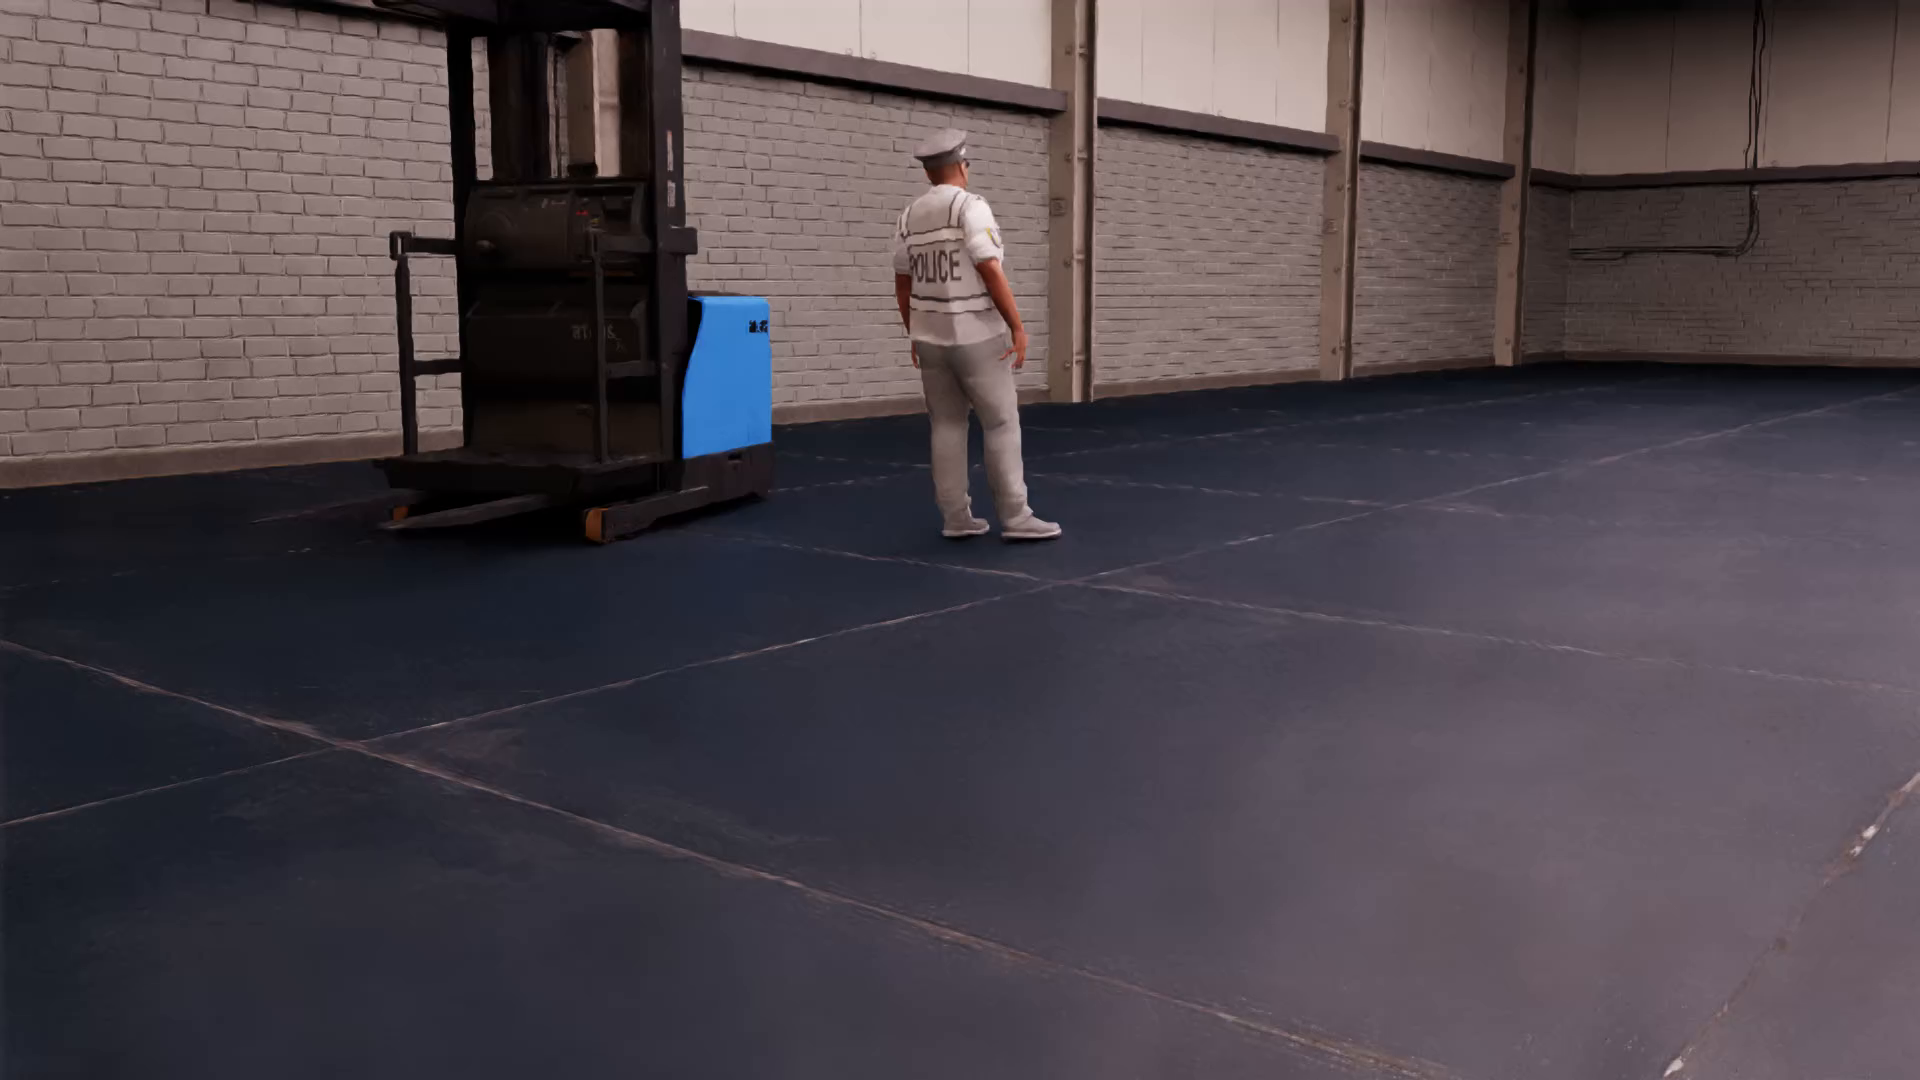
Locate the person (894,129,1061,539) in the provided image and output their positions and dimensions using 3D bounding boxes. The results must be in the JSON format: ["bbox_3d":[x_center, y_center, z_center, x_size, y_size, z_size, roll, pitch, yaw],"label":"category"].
[{"bbox_3d":[0.058,-0.897,7.327,0.640,1.781,0.575,7,11,38],"label":"person"}]

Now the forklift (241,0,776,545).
[{"bbox_3d":[-1.944,-1.494,7.489,1.130,2.935,3.031,3,9,19],"label":"forklift"}]
